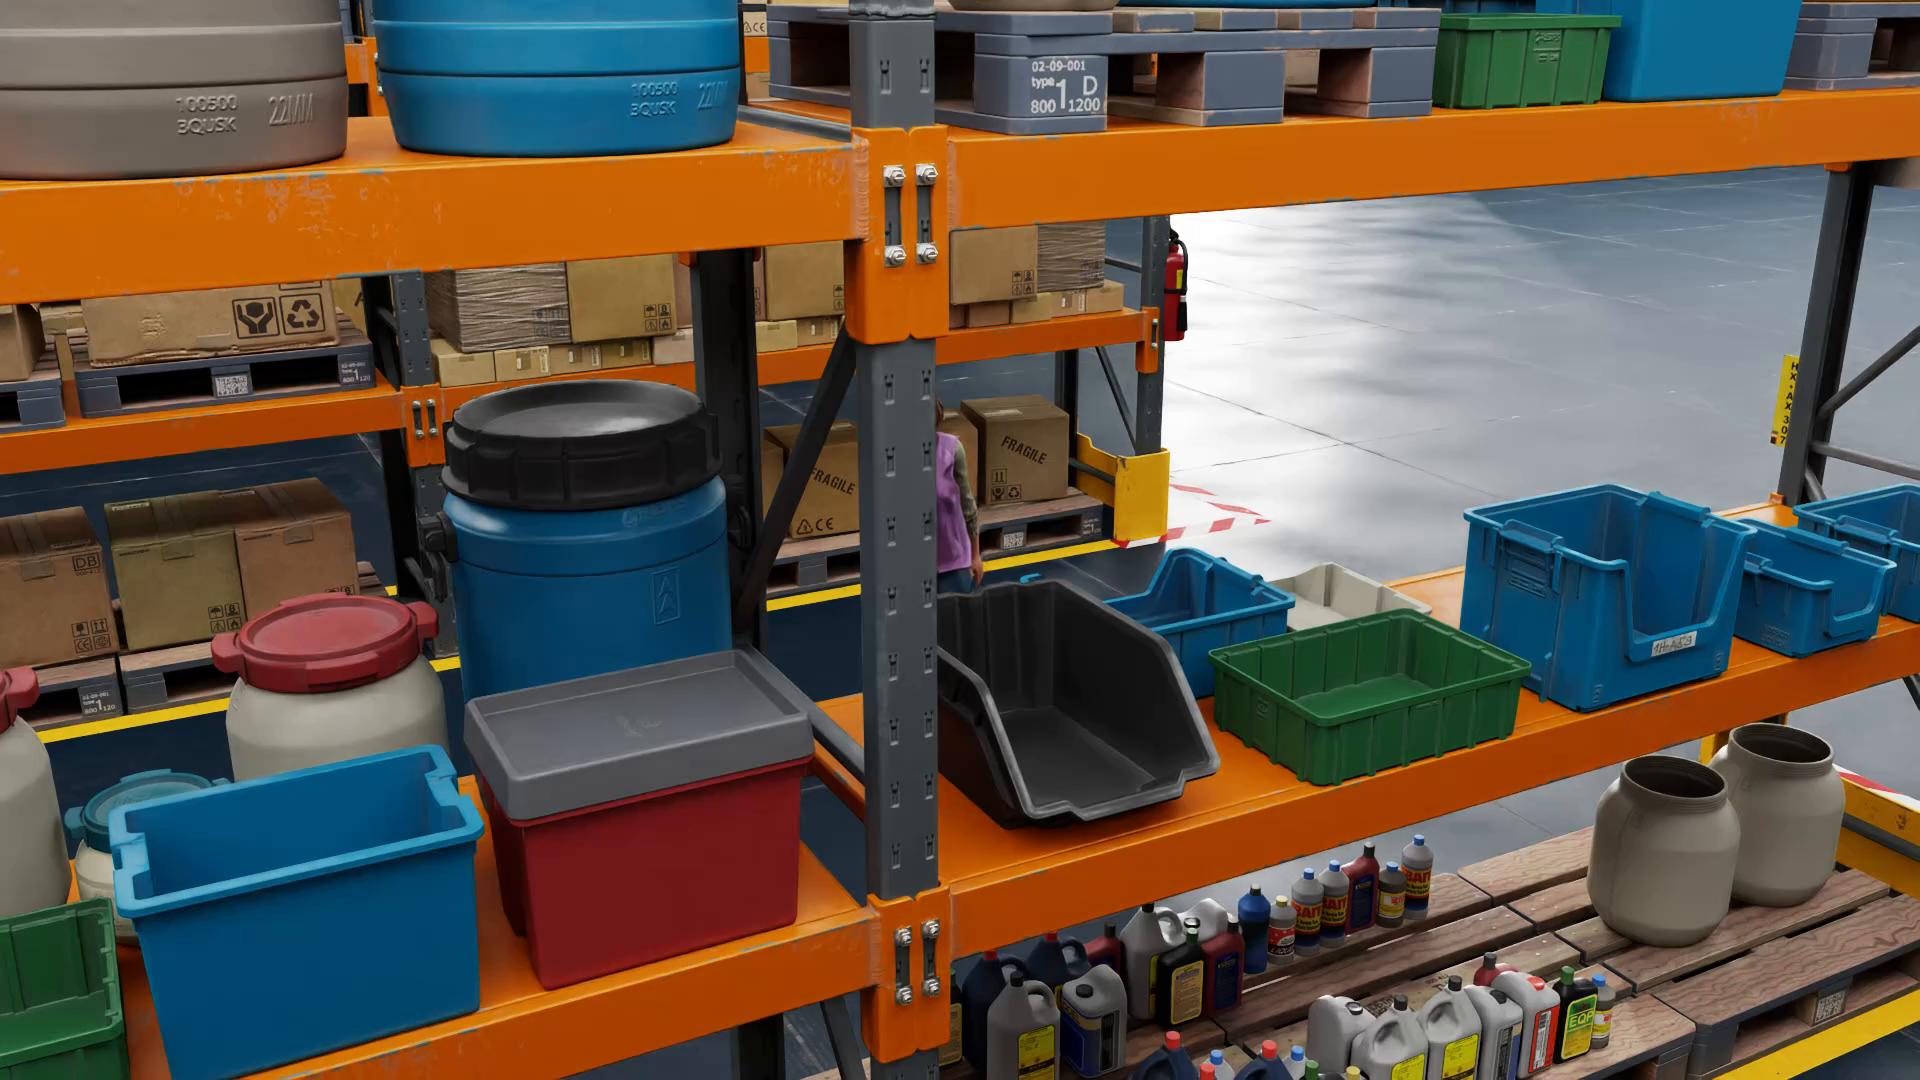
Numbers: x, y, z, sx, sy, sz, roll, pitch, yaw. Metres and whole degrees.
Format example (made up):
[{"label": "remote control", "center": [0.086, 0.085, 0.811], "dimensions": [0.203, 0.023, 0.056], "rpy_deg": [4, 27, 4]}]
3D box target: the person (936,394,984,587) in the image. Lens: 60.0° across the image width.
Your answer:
[{"label": "person", "center": [-0.142, 0.128, 6.730], "dimensions": [0.441, 1.619, 0.575], "rpy_deg": [3, 19, 10]}]
